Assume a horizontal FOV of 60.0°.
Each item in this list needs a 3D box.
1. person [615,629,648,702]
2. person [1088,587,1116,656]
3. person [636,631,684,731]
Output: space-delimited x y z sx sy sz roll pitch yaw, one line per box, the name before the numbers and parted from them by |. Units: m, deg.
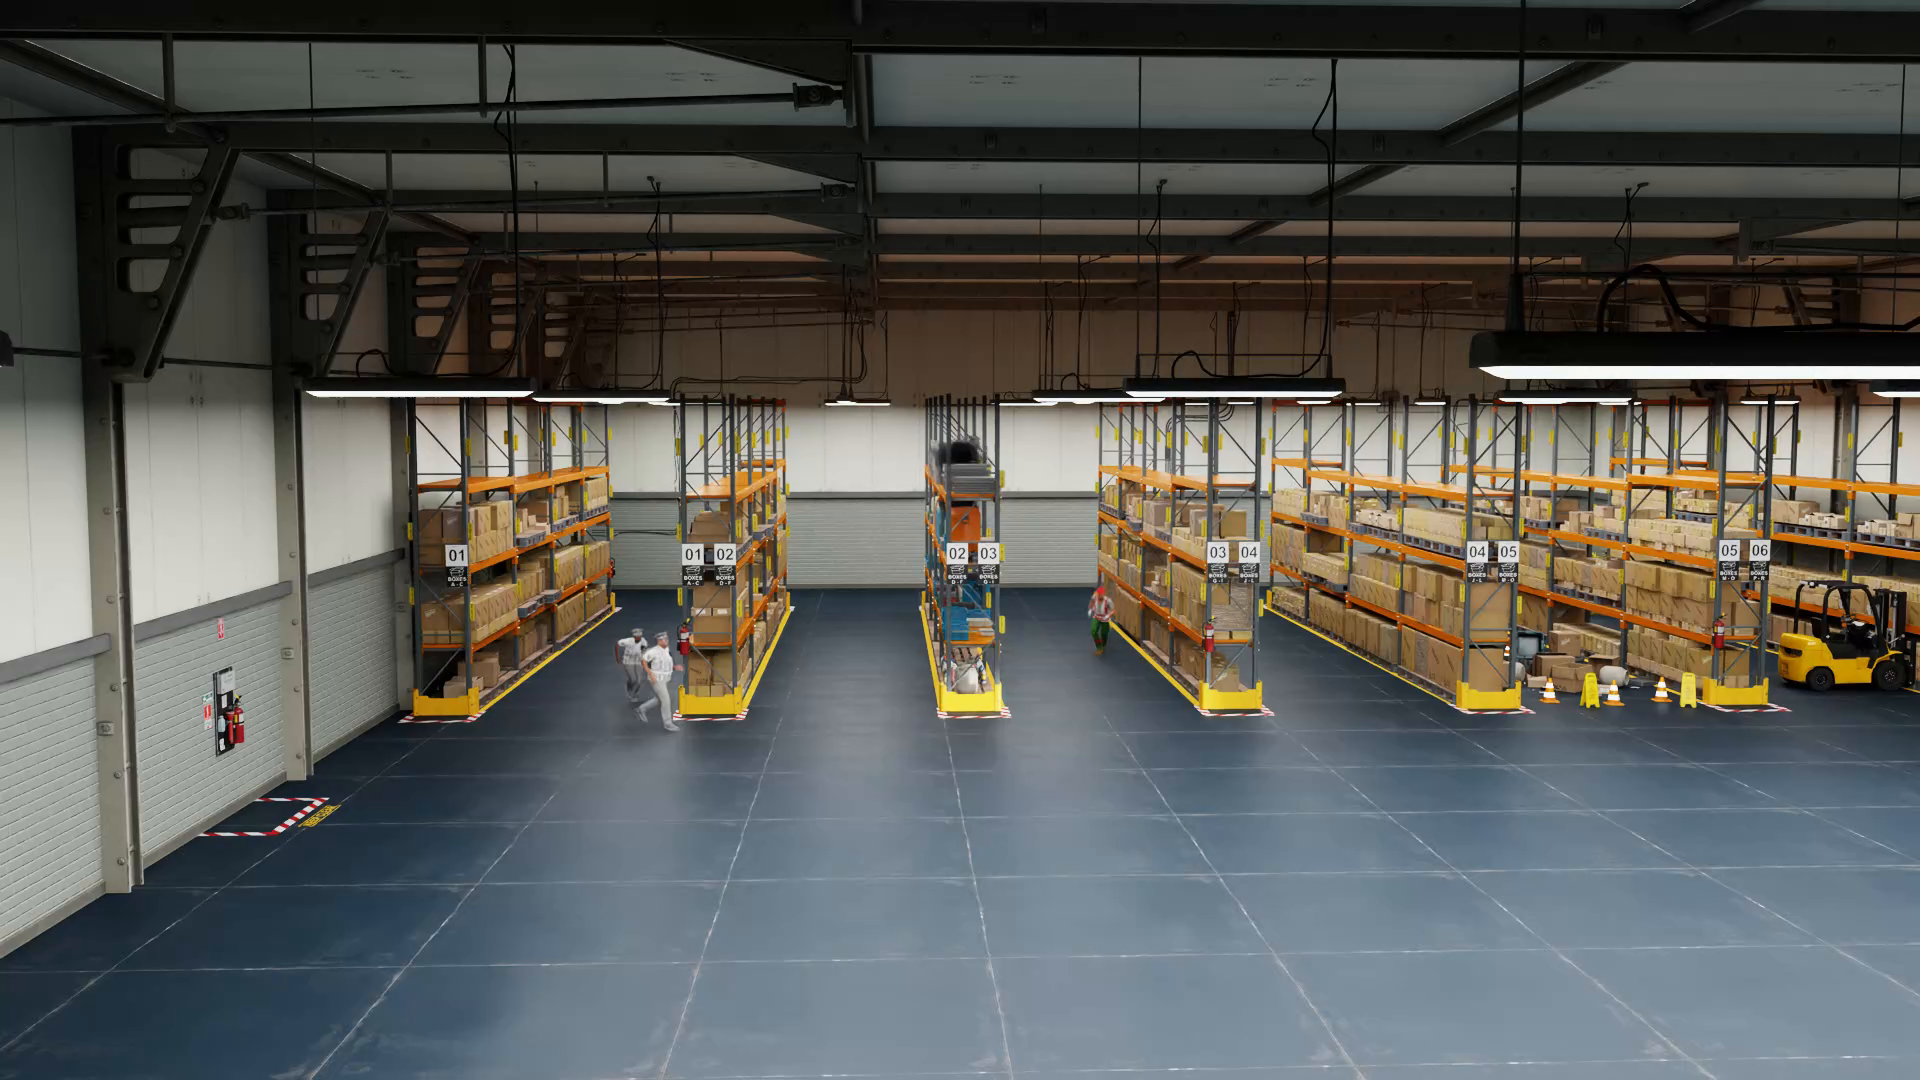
person | -6.353 2.439 32.205 0.610 1.494 0.817 -2 5 -25
person | 3.304 1.844 38.576 0.703 1.592 1.089 1 5 18
person | -5.413 2.505 29.718 0.927 1.778 0.644 2 5 18
